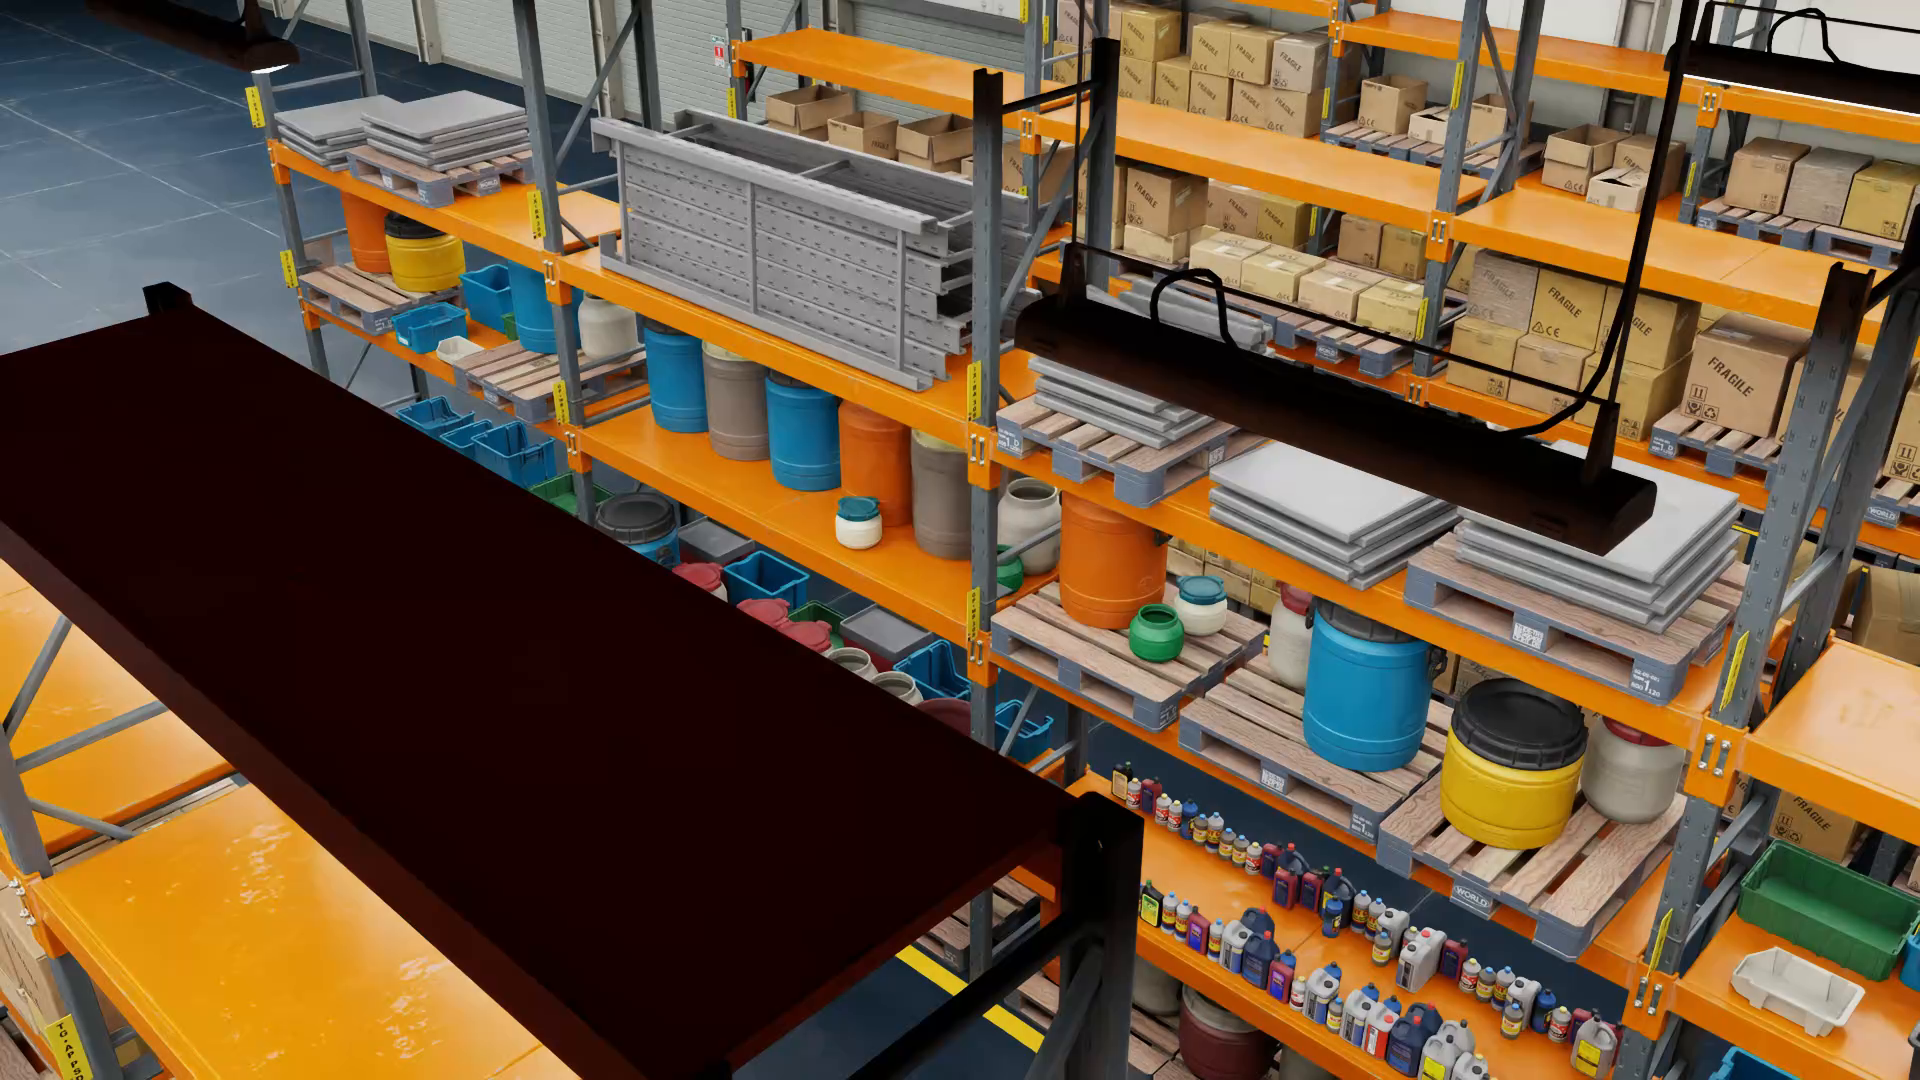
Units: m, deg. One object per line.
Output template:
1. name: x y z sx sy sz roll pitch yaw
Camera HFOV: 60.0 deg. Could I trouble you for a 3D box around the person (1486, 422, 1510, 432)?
1. person: 4.945 -0.270 14.958 0.676 1.749 0.631 21 35 32
